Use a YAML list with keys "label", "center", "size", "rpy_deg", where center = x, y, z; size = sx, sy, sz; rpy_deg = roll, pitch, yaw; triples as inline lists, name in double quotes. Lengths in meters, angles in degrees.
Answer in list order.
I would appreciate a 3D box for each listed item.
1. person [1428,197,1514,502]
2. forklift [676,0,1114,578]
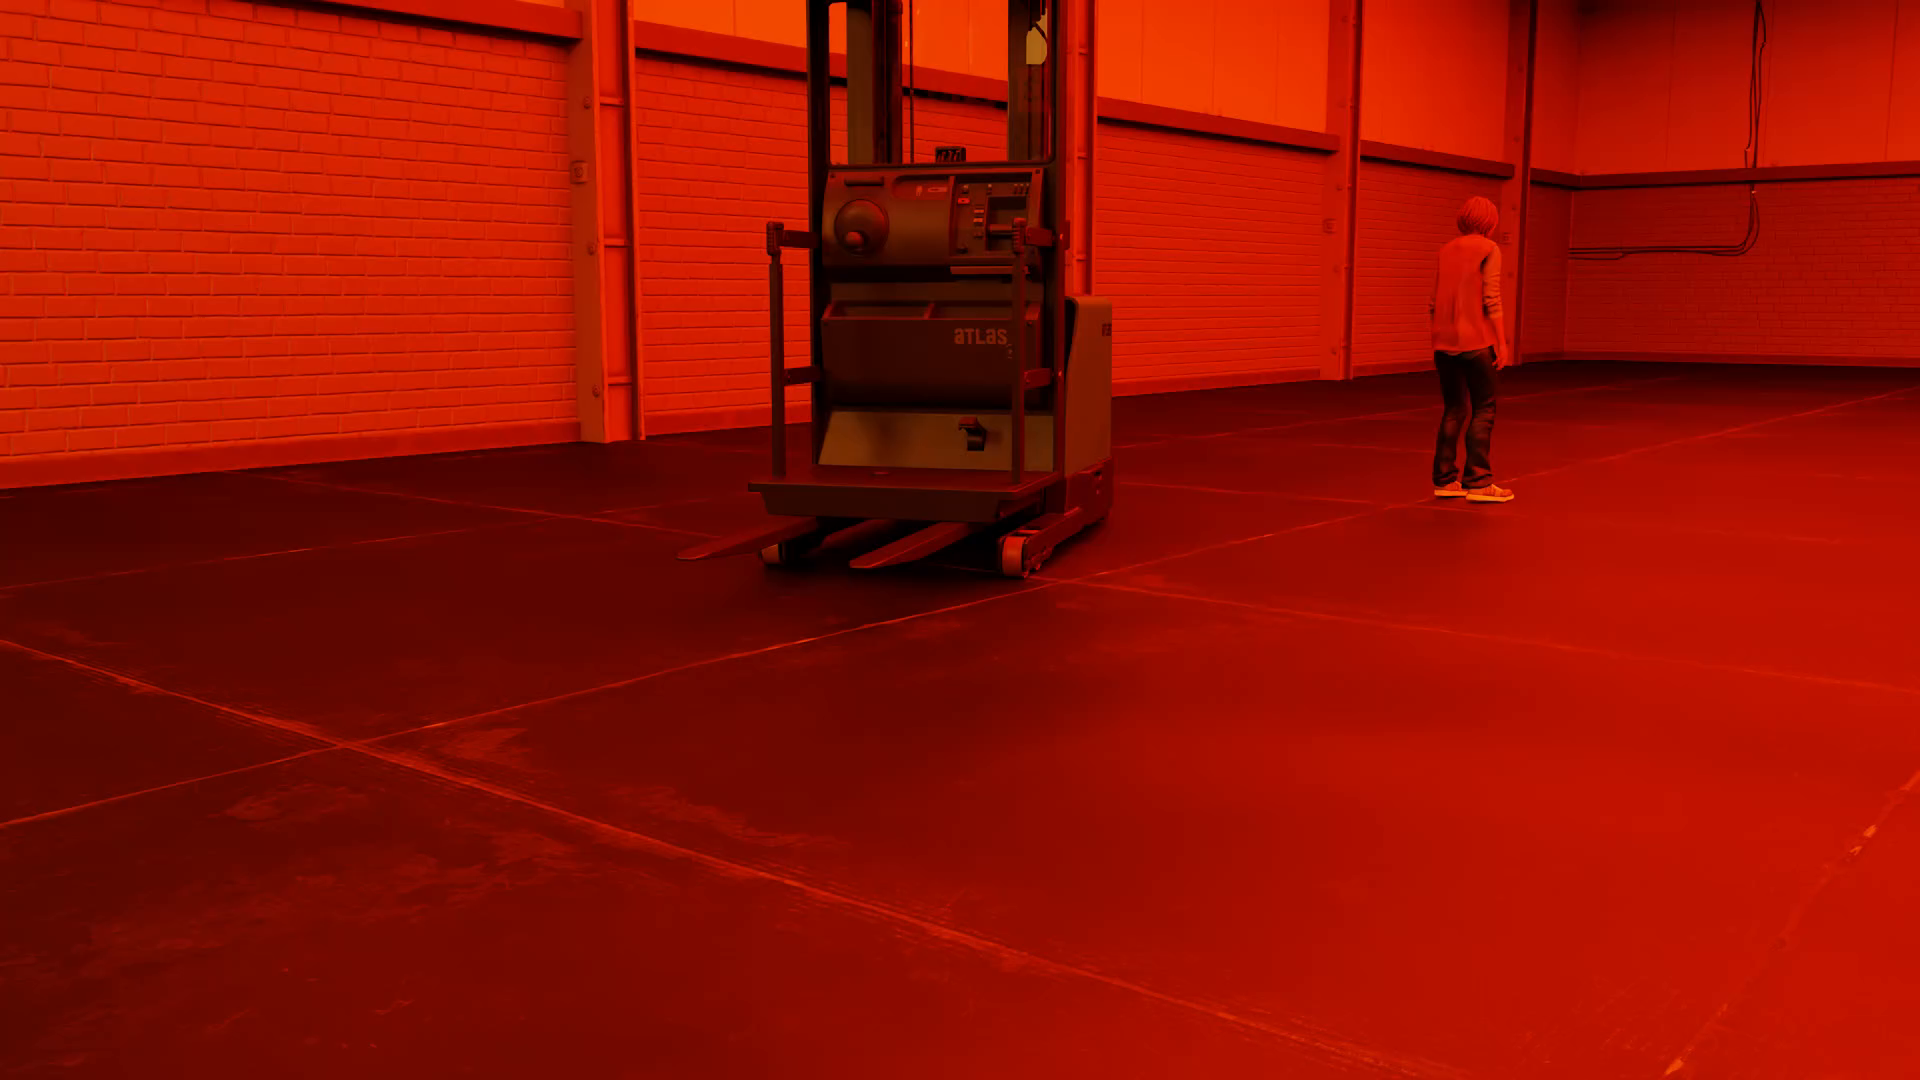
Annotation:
- label: "person"
  center: [2.687, -1.009, 8.800]
  size: [0.344, 1.593, 0.485]
  rpy_deg: [-5, 10, -31]
- label: "forklift"
  center: [-0.176, -1.366, 6.616]
  size: [1.130, 2.935, 3.031]
  rpy_deg: [3, 9, 17]
